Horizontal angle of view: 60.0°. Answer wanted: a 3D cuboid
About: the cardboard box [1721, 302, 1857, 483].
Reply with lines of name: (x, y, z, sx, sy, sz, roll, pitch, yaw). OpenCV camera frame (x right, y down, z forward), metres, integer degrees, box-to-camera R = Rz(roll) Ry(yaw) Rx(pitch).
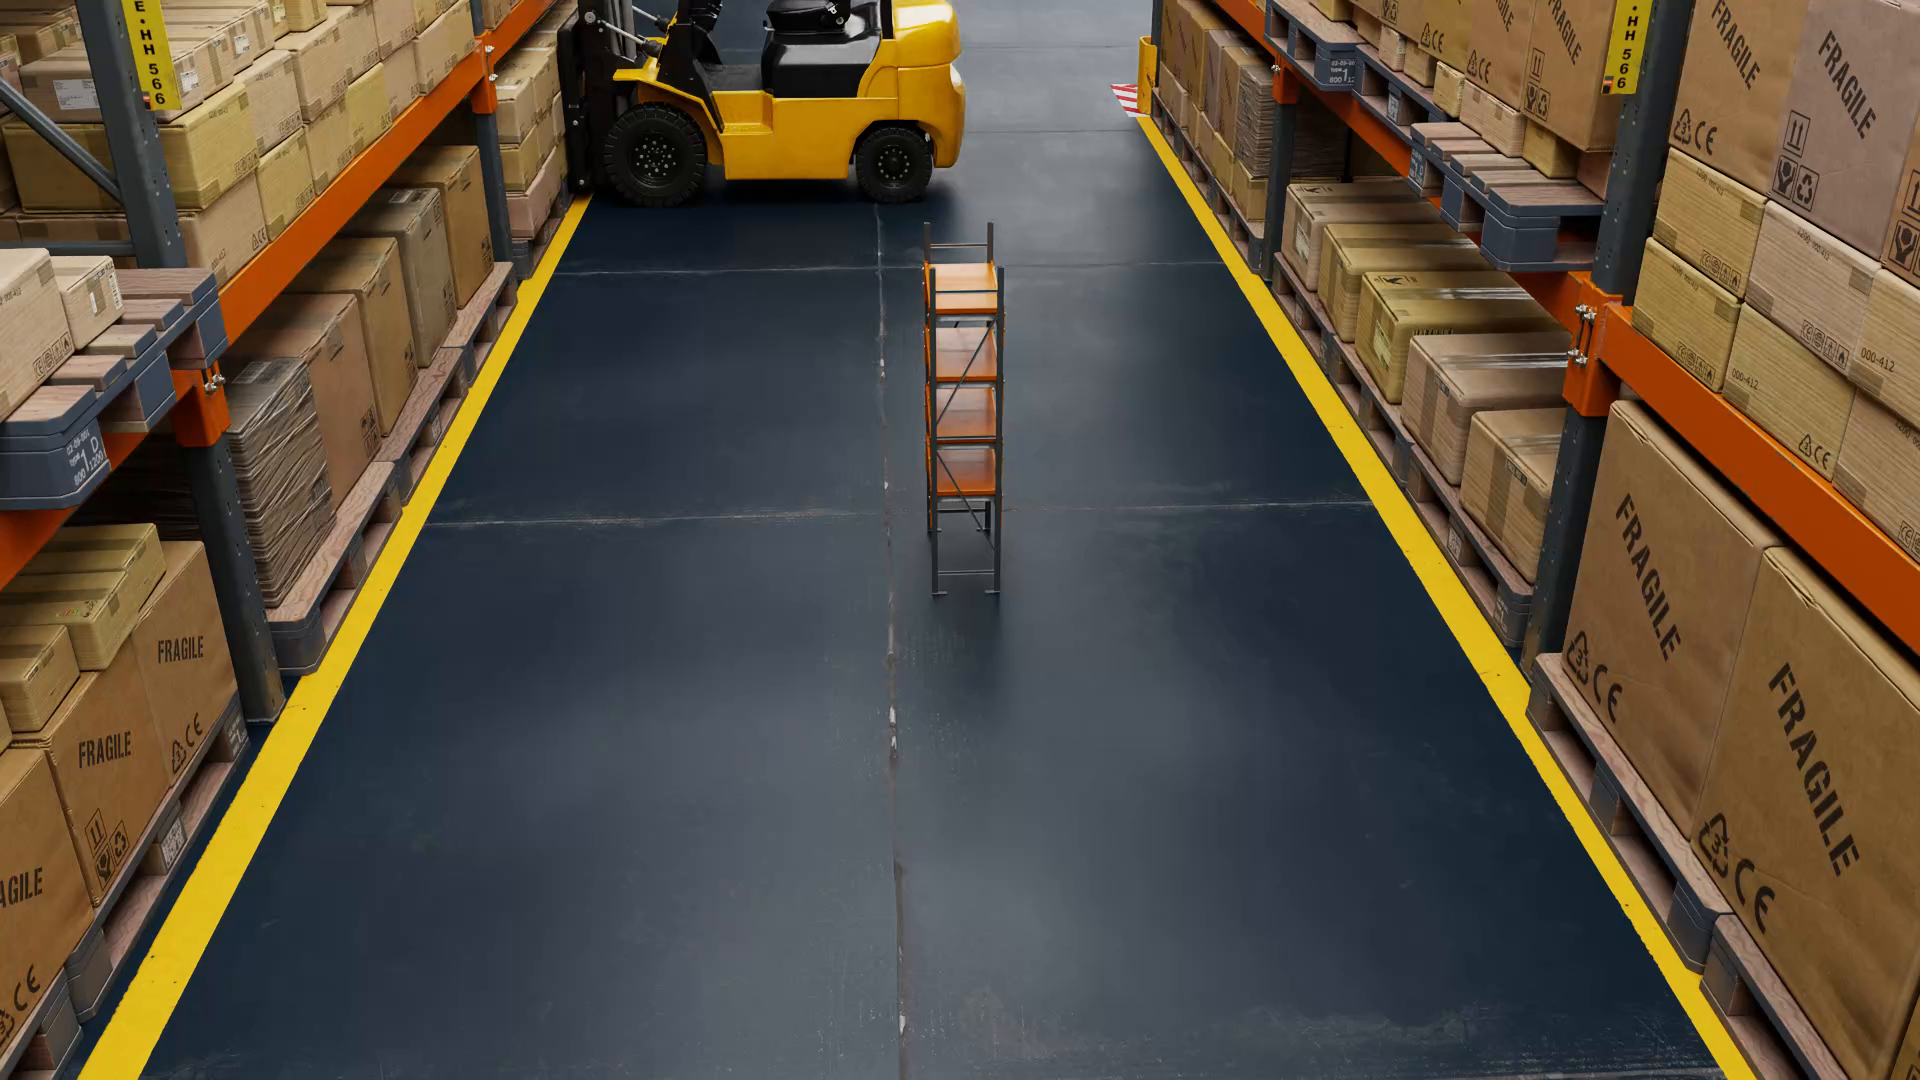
cardboard box: (2.150, -0.359, 3.857, 0.500, 0.250, 0.500, -2, 28, -4)

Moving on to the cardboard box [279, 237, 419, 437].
cardboard box: (-2.721, -0.807, 6.668, 0.875, 0.625, 0.625, -2, 28, -5)

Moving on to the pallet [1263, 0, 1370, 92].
pallet: (2.017, -2.300, 7.624, 1.003, 0.211, 1.213, -1, 28, -3)

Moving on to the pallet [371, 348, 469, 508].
pallet: (-2.690, -0.480, 6.942, 1.003, 0.211, 1.213, -1, 28, -3)

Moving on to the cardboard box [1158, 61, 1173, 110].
cardboard box: (1.680, -3.177, 11.617, 0.500, 0.250, 0.500, -2, 28, -3)

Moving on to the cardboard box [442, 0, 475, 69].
cardboard box: (-2.546, -2.327, 7.631, 0.500, 0.250, 0.500, -1, 28, -1)

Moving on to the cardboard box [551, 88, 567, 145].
cardboard box: (-2.594, -2.505, 9.787, 0.500, 0.250, 0.500, -2, 28, -3)

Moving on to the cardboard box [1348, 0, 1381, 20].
cardboard box: (1.900, -2.421, 6.764, 0.500, 0.500, 0.500, -2, 28, -3)

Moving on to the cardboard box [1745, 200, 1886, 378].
cardboard box: (2.137, -0.571, 3.723, 0.500, 0.250, 0.500, -1, 28, -1)

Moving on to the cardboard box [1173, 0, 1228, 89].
cardboard box: (1.713, -3.257, 10.960, 0.500, 0.500, 0.500, -2, 28, -5)

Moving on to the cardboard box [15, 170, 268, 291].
cardboard box: (-2.404, -0.917, 4.927, 0.500, 0.250, 0.500, -1, 28, -2)

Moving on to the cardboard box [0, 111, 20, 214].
cardboard box: (-2.926, -1.129, 4.792, 0.500, 0.250, 0.500, -1, 28, -2)

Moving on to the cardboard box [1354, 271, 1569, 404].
cardboard box: (2.232, -0.868, 7.058, 0.950, 0.372, 0.625, 0, 28, -1)

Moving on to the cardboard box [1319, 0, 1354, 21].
cardboard box: (1.840, -2.438, 7.499, 0.380, 0.149, 0.250, -1, 28, -2)

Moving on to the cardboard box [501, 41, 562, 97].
cardboard box: (-2.600, -2.727, 9.674, 0.500, 0.250, 0.500, 0, 28, -1)

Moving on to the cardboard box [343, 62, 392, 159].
cardboard box: (-2.485, -1.627, 6.288, 0.500, 0.250, 0.500, -1, 28, -1)

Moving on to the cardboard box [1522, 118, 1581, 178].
cardboard box: (1.993, -1.237, 5.196, 0.380, 0.149, 0.250, -1, 28, -2)

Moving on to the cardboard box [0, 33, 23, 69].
cardboard box: (-2.969, -1.368, 4.821, 0.380, 0.149, 0.250, -1, 28, -1)

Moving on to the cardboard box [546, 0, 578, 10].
cardboard box: (-2.675, -3.437, 11.034, 0.500, 0.250, 0.500, -1, 28, -2)

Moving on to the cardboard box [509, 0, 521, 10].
cardboard box: (-2.640, -3.116, 8.873, 0.500, 0.500, 0.500, -1, 28, -2)

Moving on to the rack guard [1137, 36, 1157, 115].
rack guard: (1.918, -3.446, 12.316, 1.175, 0.500, 0.348, -1, 28, -3)

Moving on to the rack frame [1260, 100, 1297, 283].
rack frame: (2.123, -2.742, 8.263, 1.000, 3.000, 0.127, -1, 28, -3)

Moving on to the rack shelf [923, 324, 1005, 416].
rack shelf: (0.009, -0.594, 5.754, 0.258, 0.148, 0.480, -1, 28, -3)

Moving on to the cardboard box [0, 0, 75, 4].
cardboard box: (-2.940, -1.724, 5.502, 0.380, 0.149, 0.250, -2, 28, -3)

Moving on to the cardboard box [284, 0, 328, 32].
cardboard box: (-2.425, -1.855, 5.754, 0.380, 0.149, 0.250, -1, 28, -2)

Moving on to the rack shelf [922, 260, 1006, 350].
rack shelf: (0.009, -0.804, 5.644, 0.258, 0.148, 0.480, -1, 28, -3)

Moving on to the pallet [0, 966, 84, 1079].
pallet: (-2.563, 1.371, 3.393, 1.003, 0.211, 1.213, -1, 28, -3)

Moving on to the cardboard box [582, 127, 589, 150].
cardboard box: (-2.620, -2.525, 10.366, 0.500, 0.250, 0.500, -1, 28, -1)

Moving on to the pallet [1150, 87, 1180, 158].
pallet: (1.925, -2.942, 11.662, 1.003, 0.211, 1.213, -1, 28, -3)

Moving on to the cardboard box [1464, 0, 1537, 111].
cardboard box: (1.992, -1.699, 5.379, 0.500, 0.500, 0.500, -2, 28, -3)

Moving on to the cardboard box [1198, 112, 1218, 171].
cardboard box: (1.764, -2.456, 10.235, 0.500, 0.250, 0.500, -1, 28, -2)

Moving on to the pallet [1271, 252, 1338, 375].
pallet: (2.165, -1.146, 8.219, 1.003, 0.211, 1.213, -1, 28, -3)

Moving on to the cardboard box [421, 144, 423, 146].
cardboard box: (-3.064, -2.029, 8.875, 0.500, 0.250, 0.500, -2, 28, -4)

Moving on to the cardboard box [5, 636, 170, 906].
cardboard box: (-2.373, 0.571, 4.161, 0.500, 0.500, 0.500, -2, 28, -3)

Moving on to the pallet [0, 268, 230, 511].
pallet: (-2.520, -0.377, 3.936, 1.213, 0.211, 1.003, -1, 28, -3)

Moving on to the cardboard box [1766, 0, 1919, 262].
cardboard box: (2.149, -0.920, 3.580, 0.500, 0.500, 0.500, -1, 28, -2)

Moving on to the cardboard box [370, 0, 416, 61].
cardboard box: (-2.498, -2.081, 6.618, 0.500, 0.250, 0.500, -1, 28, -2)

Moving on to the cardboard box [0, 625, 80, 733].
cardboard box: (-2.331, 0.331, 3.918, 0.380, 0.149, 0.250, -2, 28, -4)

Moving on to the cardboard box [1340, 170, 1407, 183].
cardboard box: (2.362, -1.988, 9.337, 0.500, 0.250, 0.500, -3, 28, -5)

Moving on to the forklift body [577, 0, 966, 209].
forklift body: (-1.122, -3.260, 10.174, 2.313, 2.155, 1.214, -1, 28, -3)

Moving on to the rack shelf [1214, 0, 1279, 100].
rack shelf: (2.018, -3.346, 10.201, 1.077, 0.370, 4.000, -1, 28, -3)

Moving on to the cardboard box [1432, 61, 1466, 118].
cardboard box: (1.902, -1.596, 5.883, 0.380, 0.149, 0.250, -1, 28, -2)

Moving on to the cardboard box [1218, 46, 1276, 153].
cardboard box: (1.796, -2.543, 9.590, 0.500, 0.500, 0.500, -1, 28, -2)

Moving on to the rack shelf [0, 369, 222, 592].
rack shelf: (-2.521, 0.470, 2.884, 1.077, 0.370, 4.000, -1, 28, -3)

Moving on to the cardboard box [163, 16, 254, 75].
cardboard box: (-2.402, -1.501, 5.074, 0.380, 0.149, 0.250, -1, 28, -1)

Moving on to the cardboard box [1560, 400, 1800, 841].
cardboard box: (2.285, 0.182, 4.500, 0.875, 0.875, 0.875, -2, 28, -3)

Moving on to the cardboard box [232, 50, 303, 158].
cardboard box: (-2.429, -1.370, 5.255, 0.500, 0.250, 0.500, -1, 28, -1)

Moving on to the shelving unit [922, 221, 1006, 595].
shelving unit: (0.009, -0.456, 5.826, 0.258, 1.200, 0.503, -1, 28, -3)

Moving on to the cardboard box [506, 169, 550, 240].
cardboard box: (-2.529, -1.819, 9.013, 0.500, 0.250, 0.500, -1, 28, -2)

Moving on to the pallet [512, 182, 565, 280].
pallet: (-2.834, -1.752, 9.381, 1.003, 0.211, 1.213, -1, 28, -3)

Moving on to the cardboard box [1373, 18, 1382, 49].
cardboard box: (1.914, -2.075, 6.803, 0.380, 0.149, 0.250, -1, 28, -2)
